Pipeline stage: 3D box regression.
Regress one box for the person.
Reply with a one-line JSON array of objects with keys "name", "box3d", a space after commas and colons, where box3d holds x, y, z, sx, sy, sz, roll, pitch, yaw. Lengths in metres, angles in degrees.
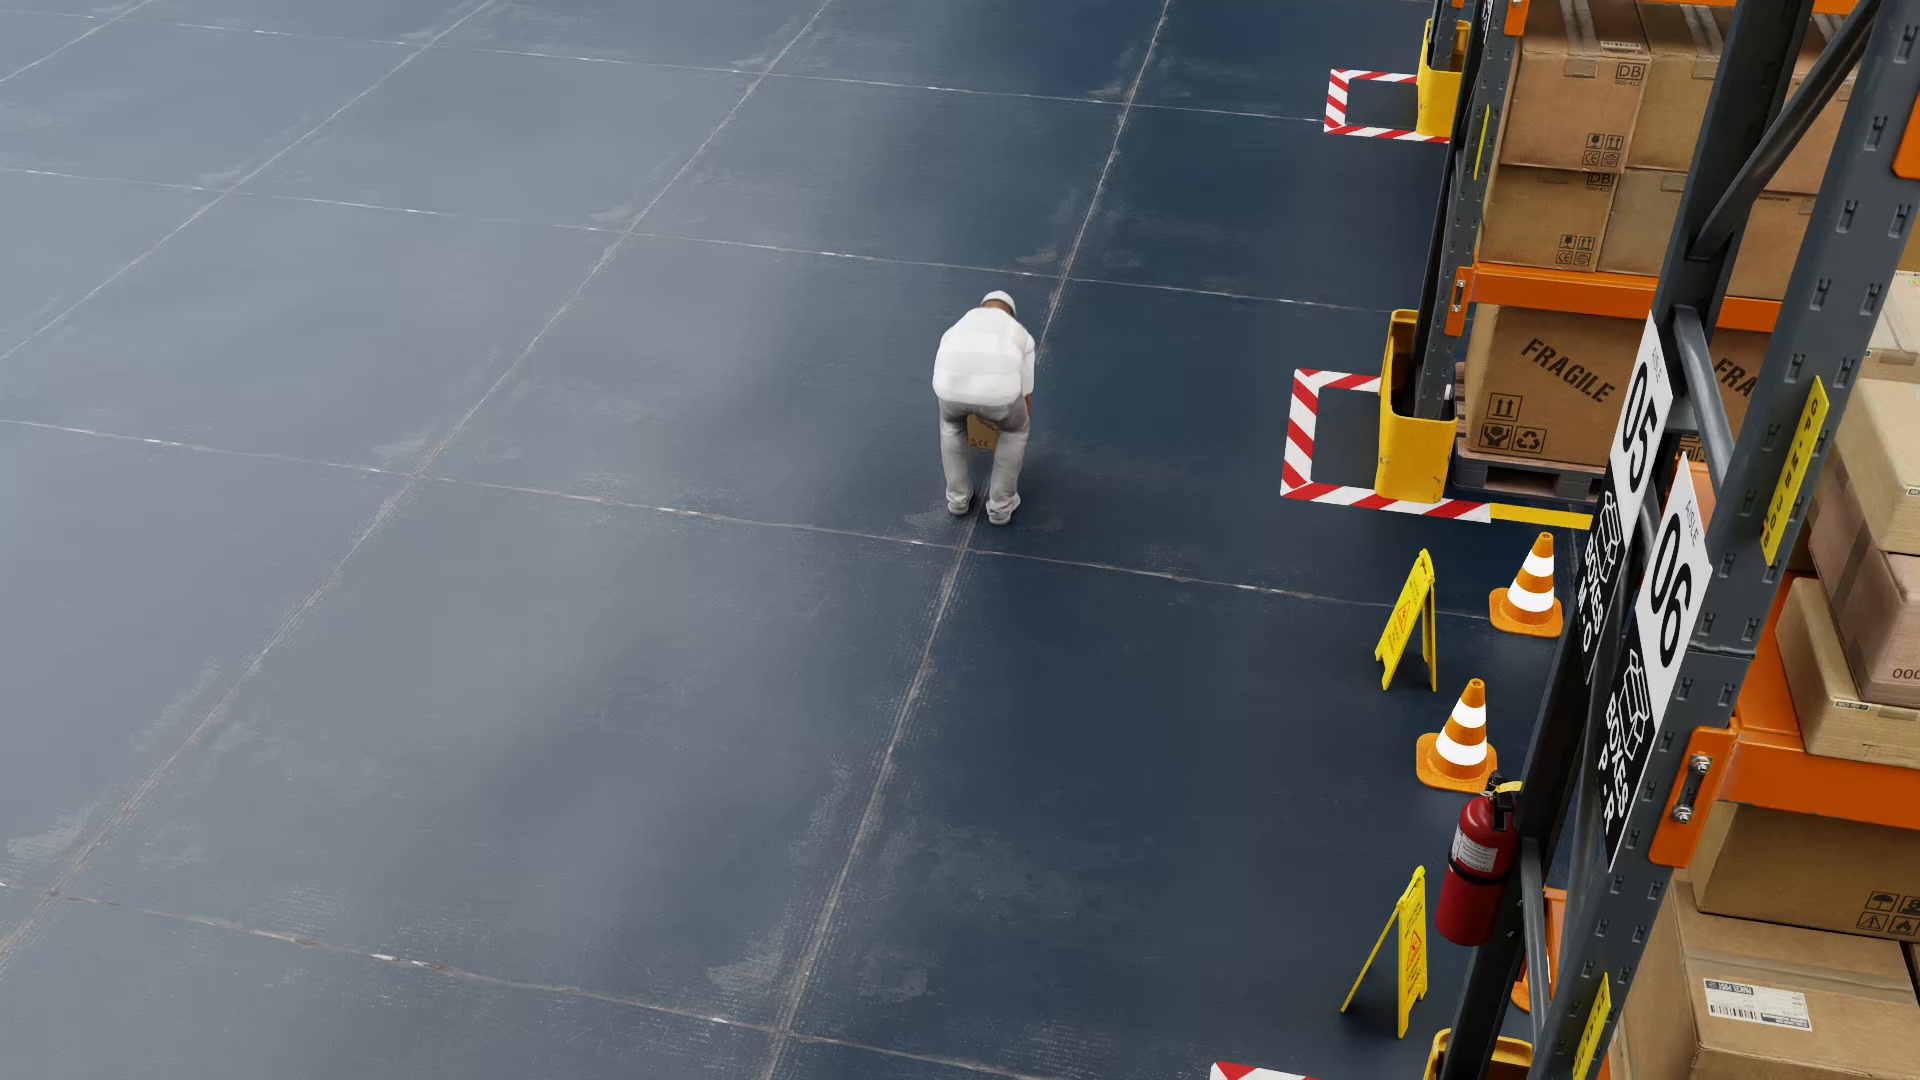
[{"name": "person", "box3d": [0.128, -0.706, 8.510, 0.494, 1.043, 0.980, 6, 37, 8]}]
